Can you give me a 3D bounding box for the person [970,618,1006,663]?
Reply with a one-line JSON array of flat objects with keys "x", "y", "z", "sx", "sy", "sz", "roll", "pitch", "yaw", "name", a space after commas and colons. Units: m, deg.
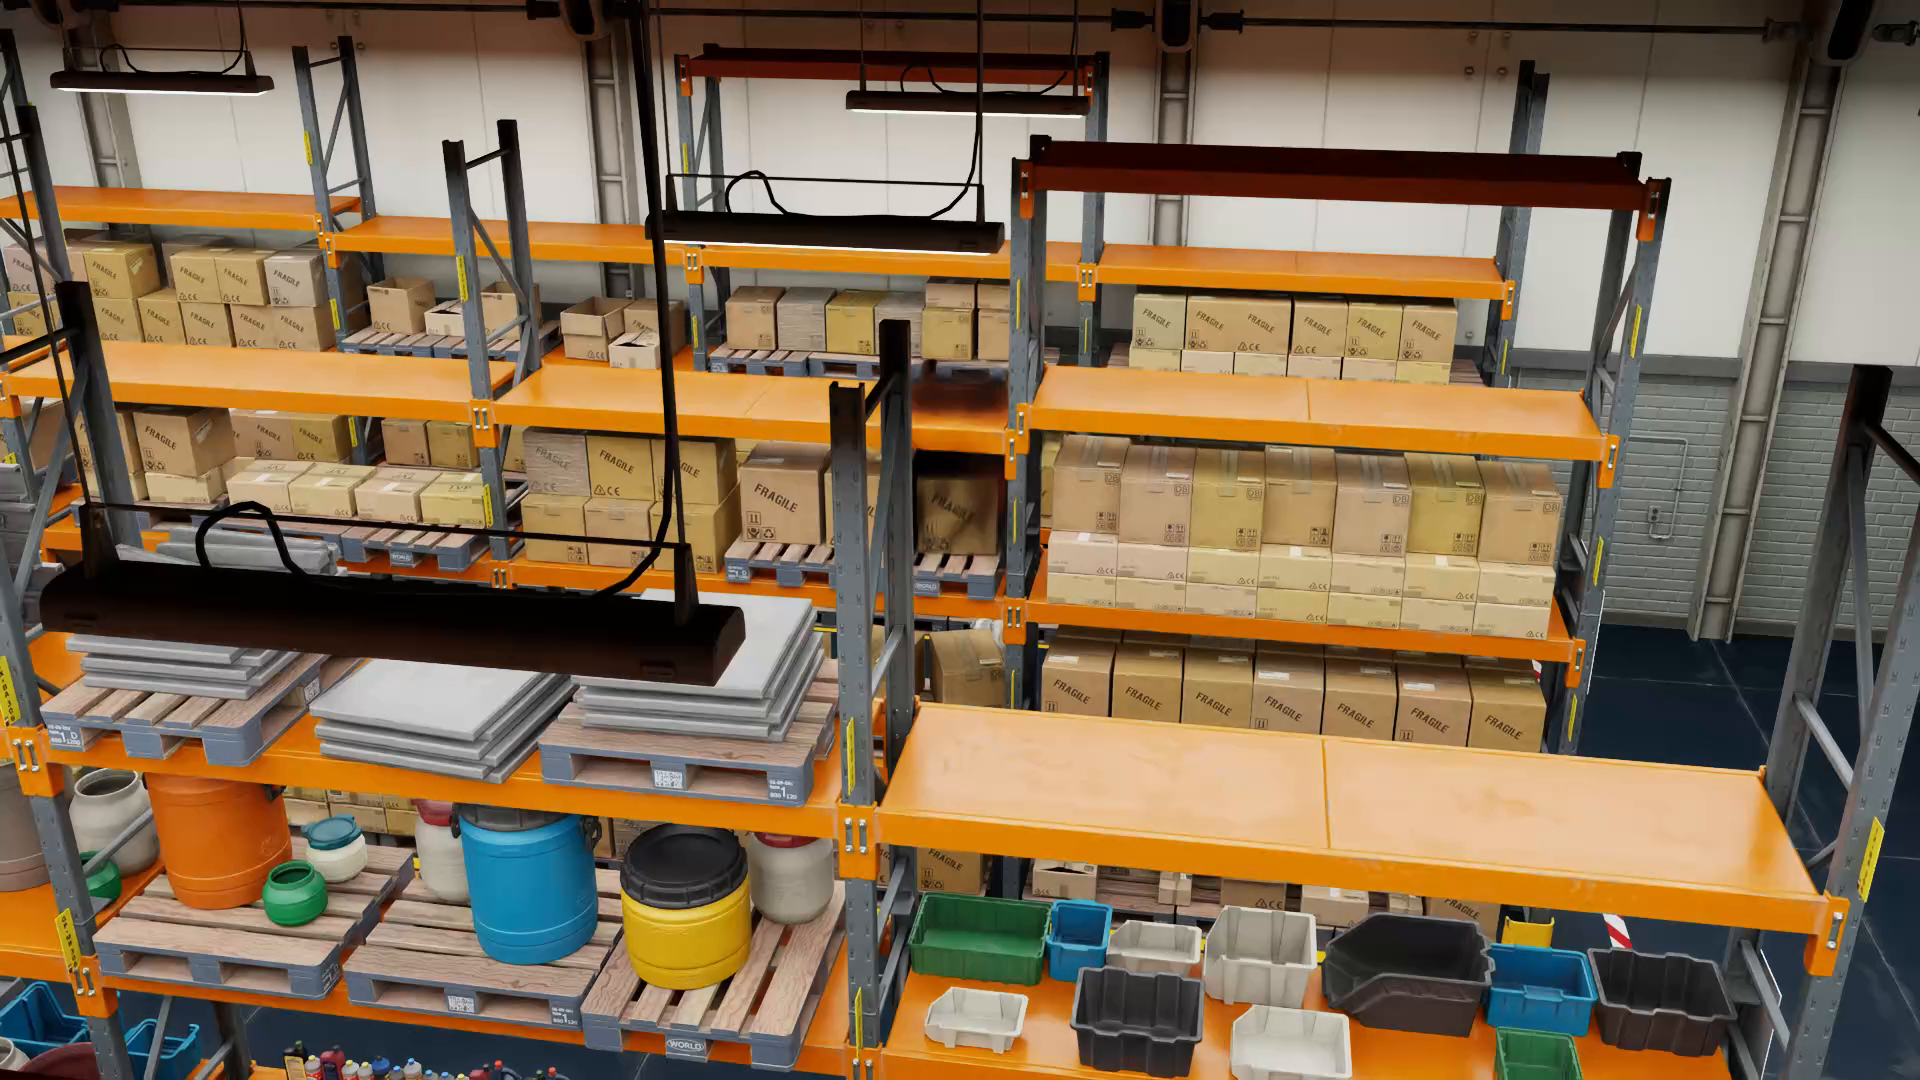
[{"x": 0.281, "y": 1.073, "z": 15.502, "sx": 0.702, "sy": 1.761, "sz": 0.592, "roll": 20, "pitch": 30, "yaw": 39, "name": "person"}]
